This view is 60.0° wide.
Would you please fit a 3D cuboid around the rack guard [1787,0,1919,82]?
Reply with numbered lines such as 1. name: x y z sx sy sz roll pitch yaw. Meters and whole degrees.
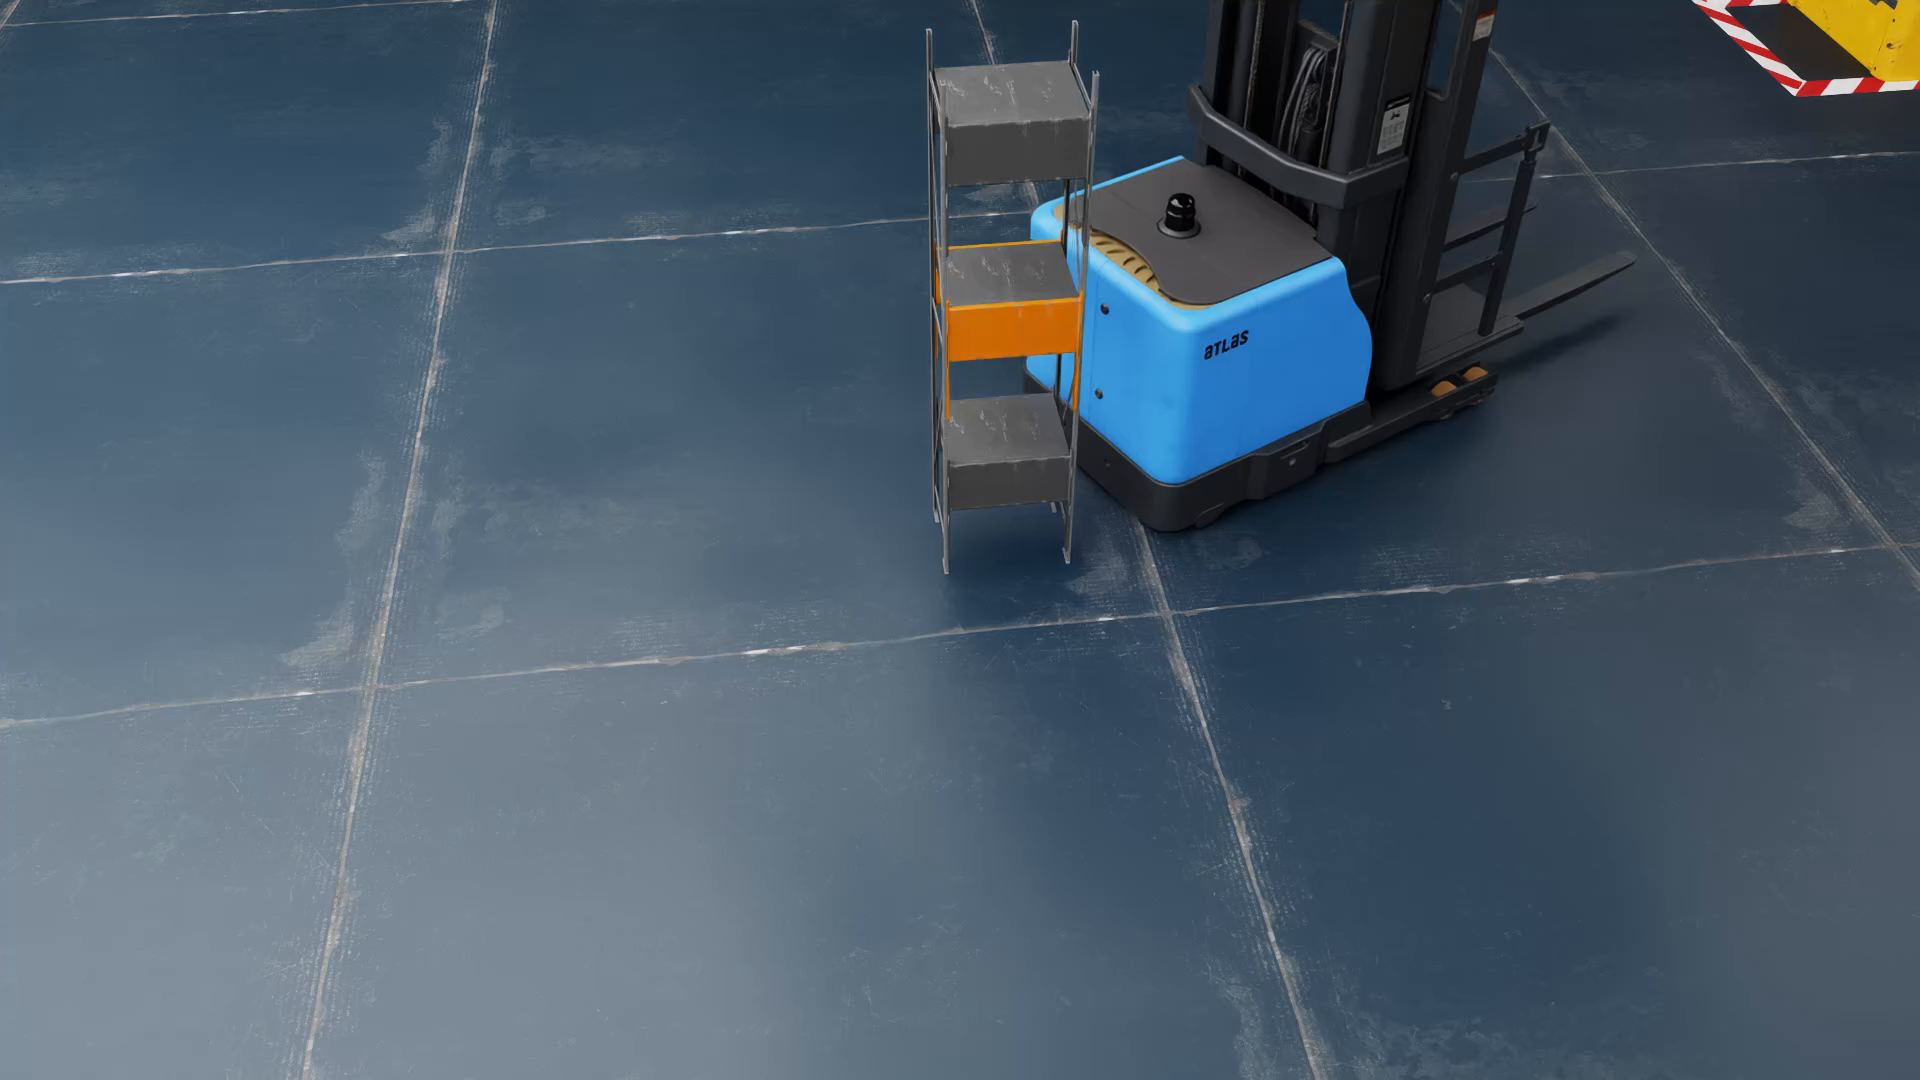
1. rack guard: 5.478 -3.261 9.992 0.348 0.500 1.175 -5 42 -6

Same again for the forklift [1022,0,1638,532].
1. forklift: 1.780 -1.893 6.660 3.031 2.935 1.130 -24 47 -24

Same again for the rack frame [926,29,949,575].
1. rack frame: -0.078 -0.773 6.039 0.015 2.100 0.400 -5 42 -6

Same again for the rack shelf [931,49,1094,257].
1. rack shelf: 0.164 -1.304 5.603 0.480 0.518 0.431 -5 42 -6

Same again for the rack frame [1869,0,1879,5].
1. rack frame: 5.501 -4.191 9.157 0.127 3.000 1.000 -5 42 -6

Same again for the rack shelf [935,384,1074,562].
1. rack shelf: 0.164 -0.264 6.541 0.480 0.518 0.431 -5 42 -6

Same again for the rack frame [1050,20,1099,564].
1. rack frame: 0.406 -0.815 6.086 0.015 2.100 0.400 -5 42 -6

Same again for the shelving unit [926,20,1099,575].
1. shelving unit: 0.164 -0.794 6.063 0.503 2.100 0.431 -5 42 -6

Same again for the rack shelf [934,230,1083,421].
1. rack shelf: 0.164 -0.784 6.072 0.480 0.518 0.431 -5 42 -6
